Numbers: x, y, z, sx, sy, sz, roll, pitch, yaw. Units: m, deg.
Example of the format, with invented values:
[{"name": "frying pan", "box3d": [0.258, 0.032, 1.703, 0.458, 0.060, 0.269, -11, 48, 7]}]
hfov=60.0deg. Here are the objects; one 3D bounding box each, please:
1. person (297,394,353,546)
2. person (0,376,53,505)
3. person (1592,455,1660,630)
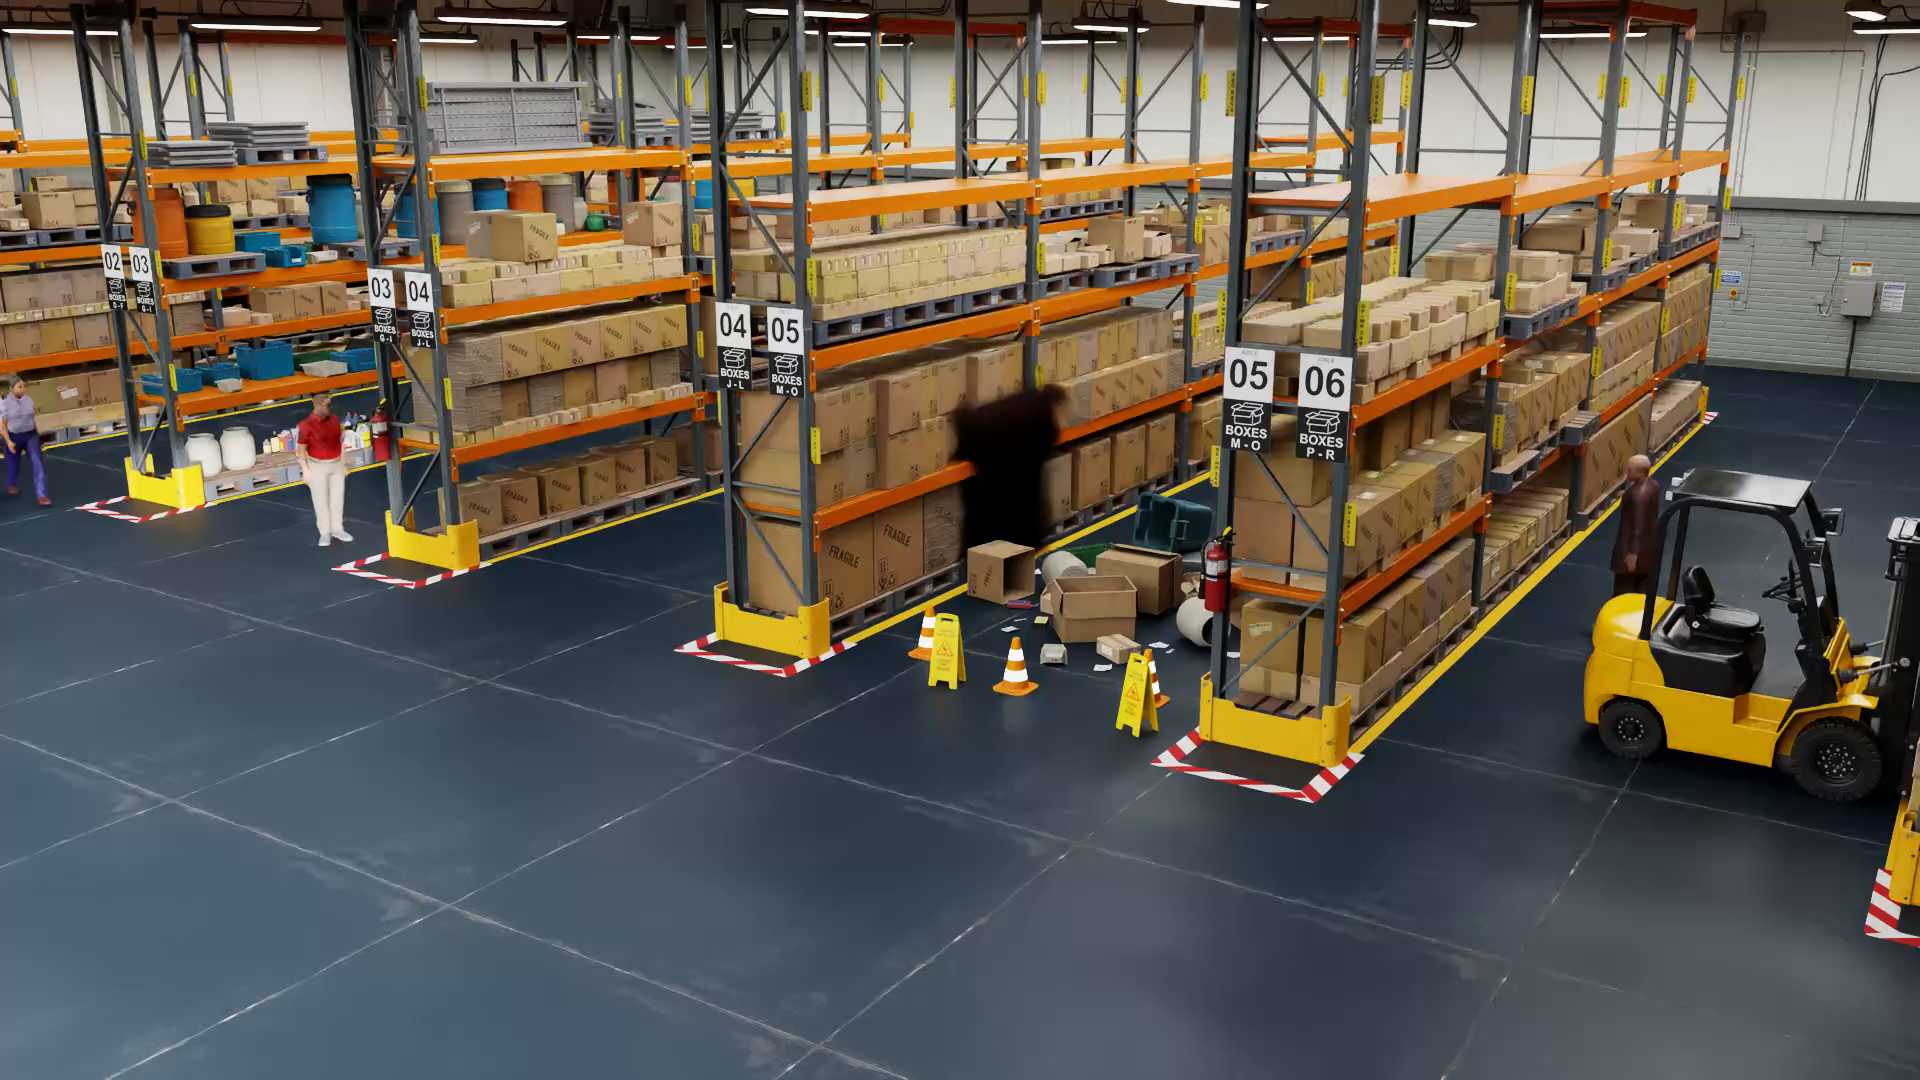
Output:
[{"name": "person", "box3d": [-7.233, -0.812, 18.924, 0.386, 1.733, 0.568, 14, 21, 42]}, {"name": "person", "box3d": [-11.742, -1.255, 20.749, 0.454, 1.577, 0.908, -14, 21, -42]}, {"name": "person", "box3d": [6.386, 0.128, 15.680, 0.601, 1.665, 0.499, -9, 18, -30]}]
